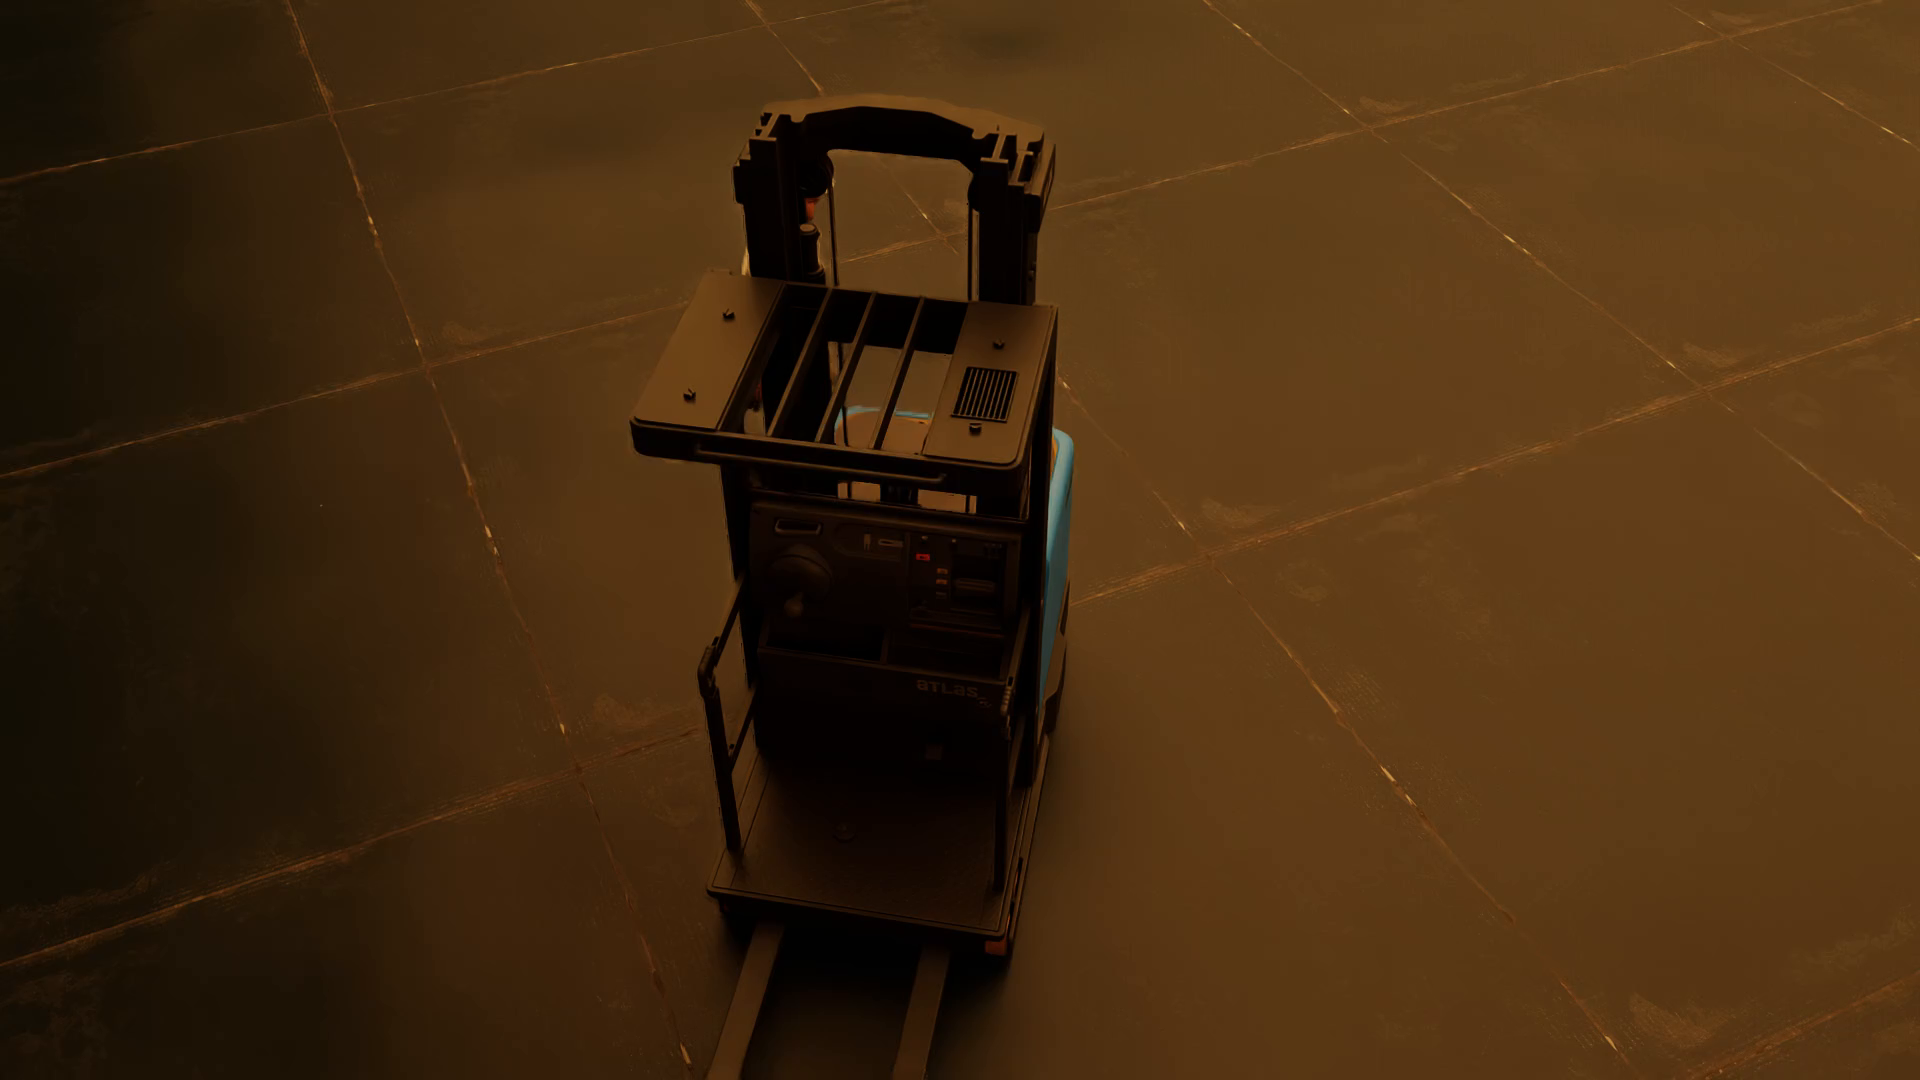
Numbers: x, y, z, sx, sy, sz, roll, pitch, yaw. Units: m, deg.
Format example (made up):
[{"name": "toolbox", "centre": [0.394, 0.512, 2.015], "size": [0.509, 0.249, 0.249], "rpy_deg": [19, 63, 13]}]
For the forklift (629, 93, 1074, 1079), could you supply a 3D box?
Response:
[{"name": "forklift", "centre": [-0.295, 0.193, 5.474], "size": [1.130, 2.935, 3.031], "rpy_deg": [7, 43, 8]}]

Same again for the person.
[{"name": "person", "centre": [-0.795, -0.922, 7.570], "size": [0.467, 1.745, 0.867], "rpy_deg": [4, 43, 4]}]
